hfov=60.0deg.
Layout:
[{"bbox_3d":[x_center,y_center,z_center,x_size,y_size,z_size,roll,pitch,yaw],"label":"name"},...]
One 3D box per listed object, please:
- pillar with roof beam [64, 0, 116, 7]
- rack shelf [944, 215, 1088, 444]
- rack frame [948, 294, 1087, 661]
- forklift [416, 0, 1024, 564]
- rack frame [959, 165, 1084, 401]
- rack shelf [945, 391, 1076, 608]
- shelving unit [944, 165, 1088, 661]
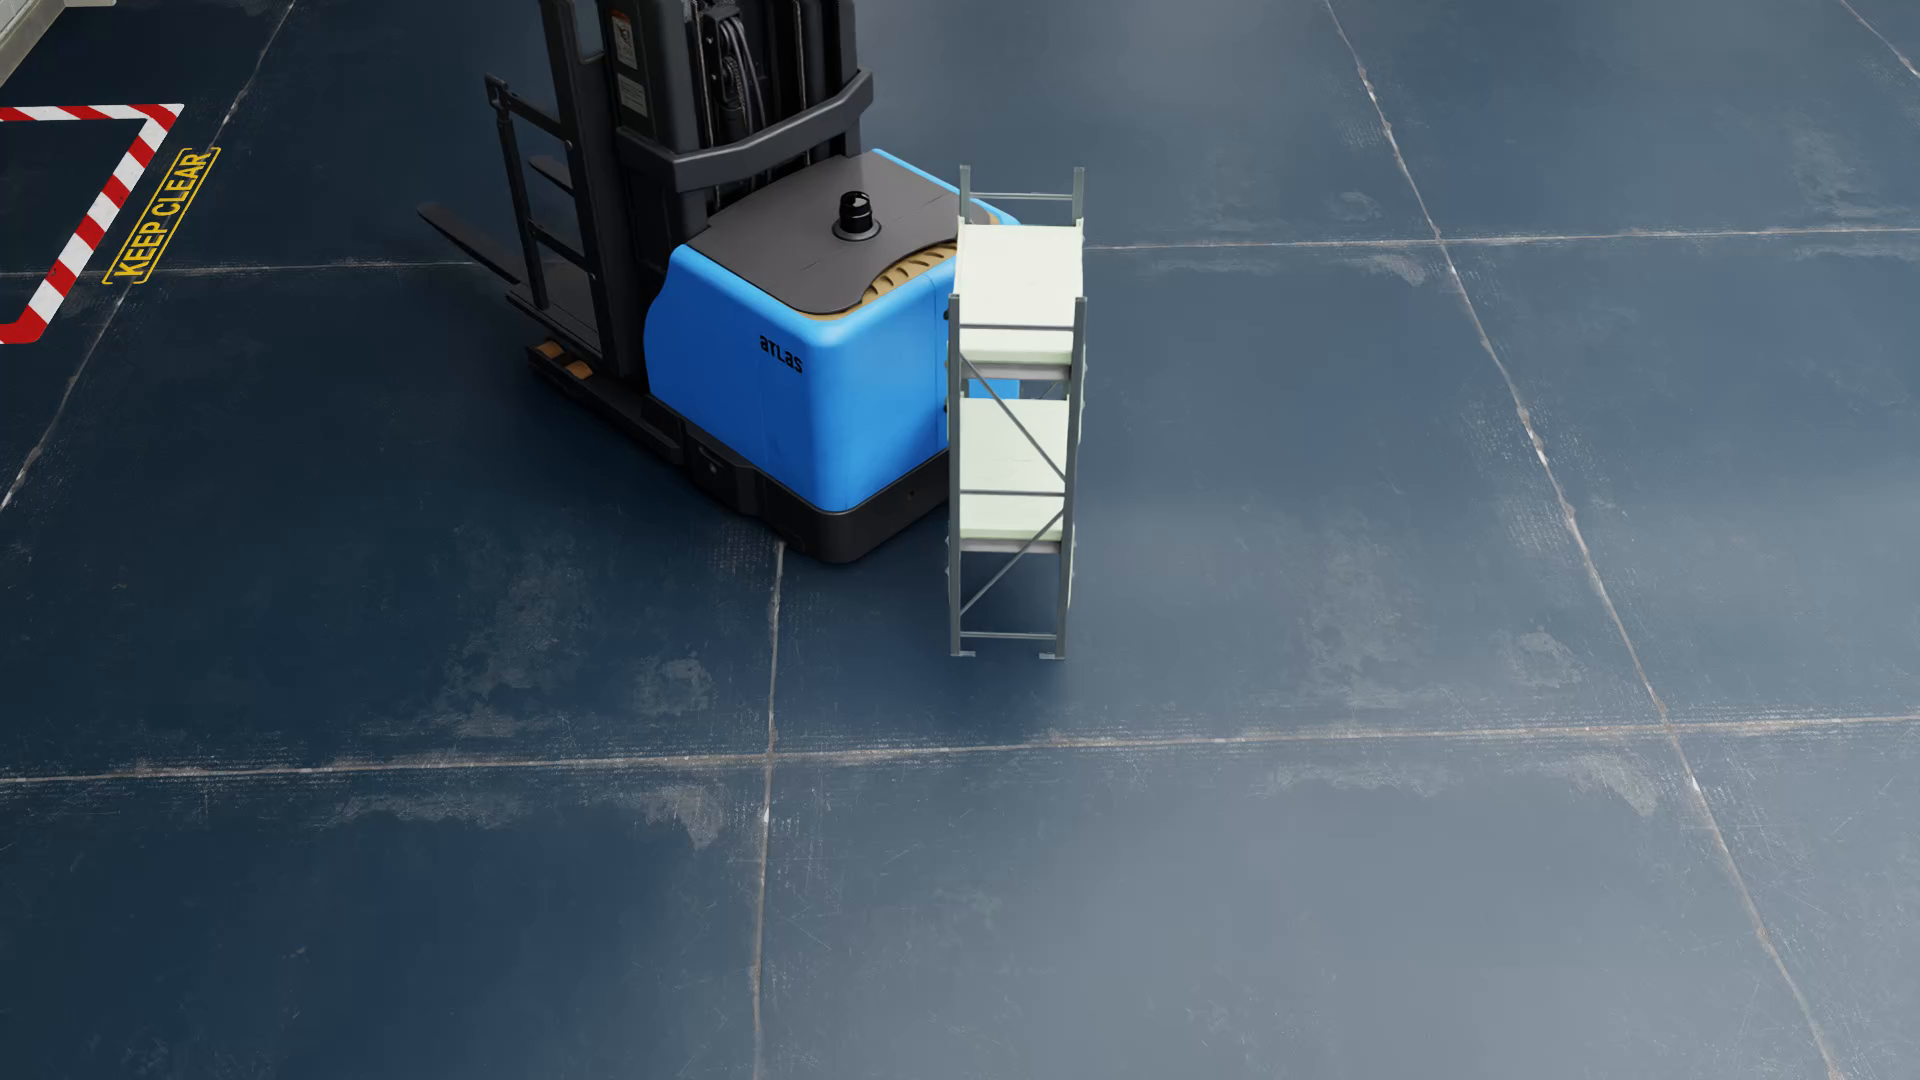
[{"bbox_3d":[-0.761,-6.662,6.859,9.100,9.000,0.400,-2,43,-2],"label":"pillar with roof beam"},{"bbox_3d":[0.182,-0.681,5.305,0.431,0.370,0.720,2,43,2],"label":"rack shelf"},{"bbox_3d":[0.166,-0.146,5.299,0.400,1.500,0.023,2,43,2],"label":"rack frame"},{"bbox_3d":[-1.161,-1.878,6.130,3.031,2.935,1.130,33,52,31],"label":"forklift"},{"bbox_3d":[0.198,-0.640,5.839,0.400,1.500,0.023,2,43,2],"label":"rack frame"},{"bbox_3d":[0.182,-0.153,5.789,0.431,0.370,0.720,2,43,2],"label":"rack shelf"},{"bbox_3d":[0.182,-0.393,5.569,0.431,1.500,0.755,2,43,2],"label":"shelving unit"}]
